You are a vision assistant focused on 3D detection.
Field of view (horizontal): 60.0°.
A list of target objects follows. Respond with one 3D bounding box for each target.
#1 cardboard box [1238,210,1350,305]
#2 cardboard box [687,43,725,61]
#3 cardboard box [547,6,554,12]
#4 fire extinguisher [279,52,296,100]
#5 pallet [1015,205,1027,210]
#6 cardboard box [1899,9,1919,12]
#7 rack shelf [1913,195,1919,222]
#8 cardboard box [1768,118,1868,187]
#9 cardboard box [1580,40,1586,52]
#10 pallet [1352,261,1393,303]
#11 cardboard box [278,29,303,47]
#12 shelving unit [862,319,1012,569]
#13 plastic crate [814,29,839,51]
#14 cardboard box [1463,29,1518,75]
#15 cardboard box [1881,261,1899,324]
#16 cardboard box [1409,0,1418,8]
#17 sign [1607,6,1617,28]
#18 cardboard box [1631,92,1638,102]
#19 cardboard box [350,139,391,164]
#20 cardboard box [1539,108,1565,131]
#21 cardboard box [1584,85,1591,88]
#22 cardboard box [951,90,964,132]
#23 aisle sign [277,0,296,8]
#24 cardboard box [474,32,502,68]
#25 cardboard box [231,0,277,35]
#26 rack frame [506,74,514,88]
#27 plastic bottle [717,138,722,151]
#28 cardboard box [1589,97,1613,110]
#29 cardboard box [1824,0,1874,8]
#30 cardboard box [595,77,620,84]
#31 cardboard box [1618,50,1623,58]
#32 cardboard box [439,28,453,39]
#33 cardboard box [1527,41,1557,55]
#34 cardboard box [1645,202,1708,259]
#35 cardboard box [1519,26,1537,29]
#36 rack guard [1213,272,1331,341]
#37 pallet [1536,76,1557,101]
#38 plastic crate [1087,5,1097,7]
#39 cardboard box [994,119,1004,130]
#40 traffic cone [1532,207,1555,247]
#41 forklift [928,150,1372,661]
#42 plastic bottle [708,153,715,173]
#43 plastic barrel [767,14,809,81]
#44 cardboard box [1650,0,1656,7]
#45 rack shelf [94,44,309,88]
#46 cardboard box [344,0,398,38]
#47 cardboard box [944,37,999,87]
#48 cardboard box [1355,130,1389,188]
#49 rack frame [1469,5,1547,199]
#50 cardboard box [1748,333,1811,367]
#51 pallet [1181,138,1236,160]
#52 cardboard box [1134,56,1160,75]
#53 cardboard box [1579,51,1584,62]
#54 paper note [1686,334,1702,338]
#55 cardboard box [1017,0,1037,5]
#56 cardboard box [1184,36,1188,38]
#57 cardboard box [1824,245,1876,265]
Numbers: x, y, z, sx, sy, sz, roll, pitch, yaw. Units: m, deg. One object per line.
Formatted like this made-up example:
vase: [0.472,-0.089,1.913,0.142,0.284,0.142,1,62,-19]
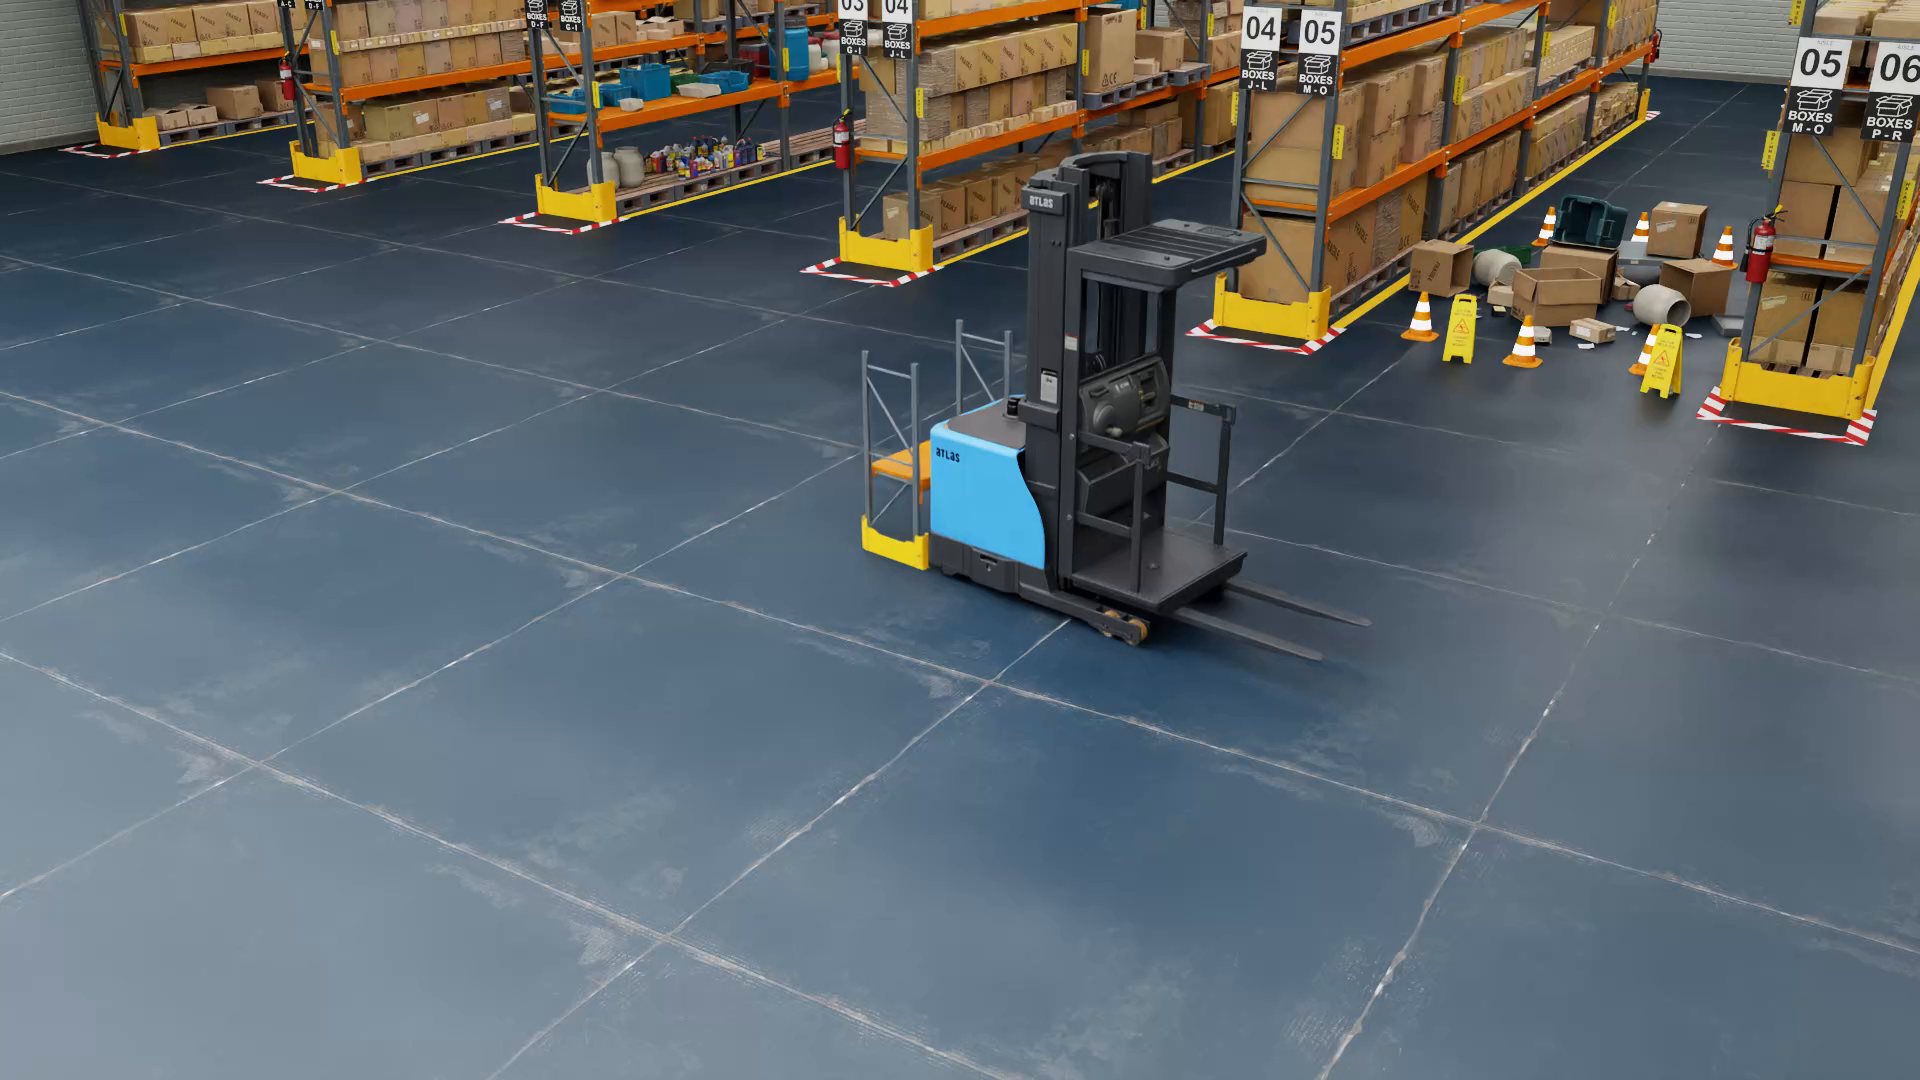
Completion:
cardboard box: [3.540,-3.047,17.658,0.875,0.875,0.875,14,27,29]
cardboard box: [-4.797,-9.221,31.423,0.500,0.250,0.500,15,28,31]
cardboard box: [-8.447,-10.786,33.680,0.380,0.149,0.250,15,27,30]
fire extinguisher: [-9.793,-6.759,24.185,0.296,0.674,0.183,14,27,29]
pallet: [0.863,-4.496,22.370,1.003,0.211,1.213,14,27,29]
cardboard box: [8.357,-4.516,14.444,0.380,0.149,0.250,14,27,29]
rack shelf: [10.662,-4.278,19.262,1.077,0.370,4.000,14,27,29]
cardboard box: [7.581,-3.442,14.667,0.700,0.500,0.500,13,27,28]
cardboard box: [9.254,-7.502,25.218,0.380,0.149,0.250,15,28,31]
pallet: [4.238,-3.003,18.921,1.003,0.211,1.213,14,27,29]
cardboard box: [-11.699,-8.674,28.676,0.500,0.250,0.500,14,27,29]
shelving unit: [-0.146,-0.717,12.017,0.587,1.500,1.083,18,29,36]
plastic crate: [-2.023,-7.946,26.749,0.402,0.464,0.583,14,27,29]
cardboard box: [6.947,-6.471,22.037,0.700,0.500,0.500,13,27,28]
cardboard box: [8.713,-2.425,16.066,0.500,0.500,0.500,14,27,30]
cardboard box: [4.623,-5.731,17.599,0.380,0.149,0.250,14,27,29]
sign: [10.041,-8.053,25.618,0.100,0.325,0.005,14,27,29]
cardboard box: [11.642,-7.769,29.107,0.380,0.149,0.250,13,27,28]
cardboard box: [-8.865,-5.802,24.810,0.500,0.250,0.500,14,27,29]
cardboard box: [8.567,-6.194,24.455,0.500,0.250,0.500,14,27,29]
cardboard box: [10.767,-7.761,28.712,0.380,0.149,0.250,12,26,26]
cardboard box: [-0.447,-5.216,20.023,0.875,0.500,0.500,14,27,29]
aisle sign: [-9.621,-7.969,23.611,0.394,0.787,0.004,14,27,29]
cardboard box: [-7.728,-7.803,26.372,0.700,0.500,0.500,14,27,28]
cardboard box: [-11.957,-8.847,28.130,0.500,0.500,0.500,13,27,27]
rack frame: [-9.327,-10.474,32.669,1.000,3.000,0.127,14,27,29]
plastic bottle: [-3.617,-5.850,24.854,0.061,0.283,0.133,14,27,29]
cardboard box: [10.535,-7.205,27.428,0.380,0.149,0.250,15,27,30]
cardboard box: [8.205,-4.911,15.355,0.380,0.149,0.250,15,27,30]
cardboard box: [-5.987,-7.882,28.907,0.500,0.311,0.500,15,27,30]
cardboard box: [10.649,-8.003,27.277,0.380,0.149,0.250,15,28,31]
cardboard box: [-7.997,-7.775,25.493,0.380,0.149,0.250,15,28,31]
cardboard box: [8.279,-7.015,23.717,0.380,0.149,0.250,13,26,27]
cardboard box: [8.079,-3.496,18.744,0.500,0.500,0.500,14,27,29]
cardboard box: [8.690,-7.769,25.459,0.380,0.149,0.250,14,27,29]
rack guard: [3.225,-2.431,17.236,1.175,0.500,0.348,14,27,29]
pallet: [7.743,-6.461,23.641,1.213,0.211,1.003,14,27,29]
plastic crate: [2.444,-10.302,32.406,0.416,0.233,0.300,14,27,29]
cardboard box: [0.323,-5.189,20.777,0.380,0.149,0.250,14,27,29]
traffic cone: [7.338,-3.908,20.696,0.336,0.463,0.334,14,27,29]
forklift: [1.229,-0.904,10.650,3.031,2.935,1.130,19,30,36]
plastic bottle: [-3.569,-5.412,23.856,0.097,0.271,0.097,0,23,0]
plastic barrel: [-2.559,-7.345,24.809,0.600,0.901,0.708,14,27,29]
cardboard box: [11.648,-9.421,28.478,0.500,0.500,0.500,13,27,28]
rack shelf: [-12.492,-8.119,28.134,1.077,0.370,4.000,14,27,29]
cardboard box: [-8.779,-7.730,24.571,0.700,0.500,0.500,13,27,28]
cardboard box: [0.131,-5.766,20.035,0.500,0.500,0.500,14,27,29]
cardboard box: [4.069,-4.143,17.855,0.875,0.550,0.550,14,27,29]
rack frame: [7.458,-6.286,22.996,1.000,3.000,0.127,14,27,29]
cardboard box: [7.707,-1.851,15.683,0.500,0.250,0.500,14,27,29]
pallet: [3.777,-6.331,26.608,1.003,0.211,1.213,14,27,29]
cardboard box: [2.647,-6.872,23.988,0.396,0.266,0.258,13,27,27]
cardboard box: [9.257,-7.367,25.279,0.380,0.149,0.250,14,27,29]
paper note: [7.540,-2.103,17.070,0.142,0.019,0.148,5,24,11]
cardboard box: [0.620,-6.762,20.507,0.500,0.250,0.500,14,27,29]
cardboard box: [3.347,-7.624,25.960,0.500,0.500,0.500,15,27,31]
cardboard box: [7.852,-2.539,14.656,0.380,0.149,0.250,14,27,29]
